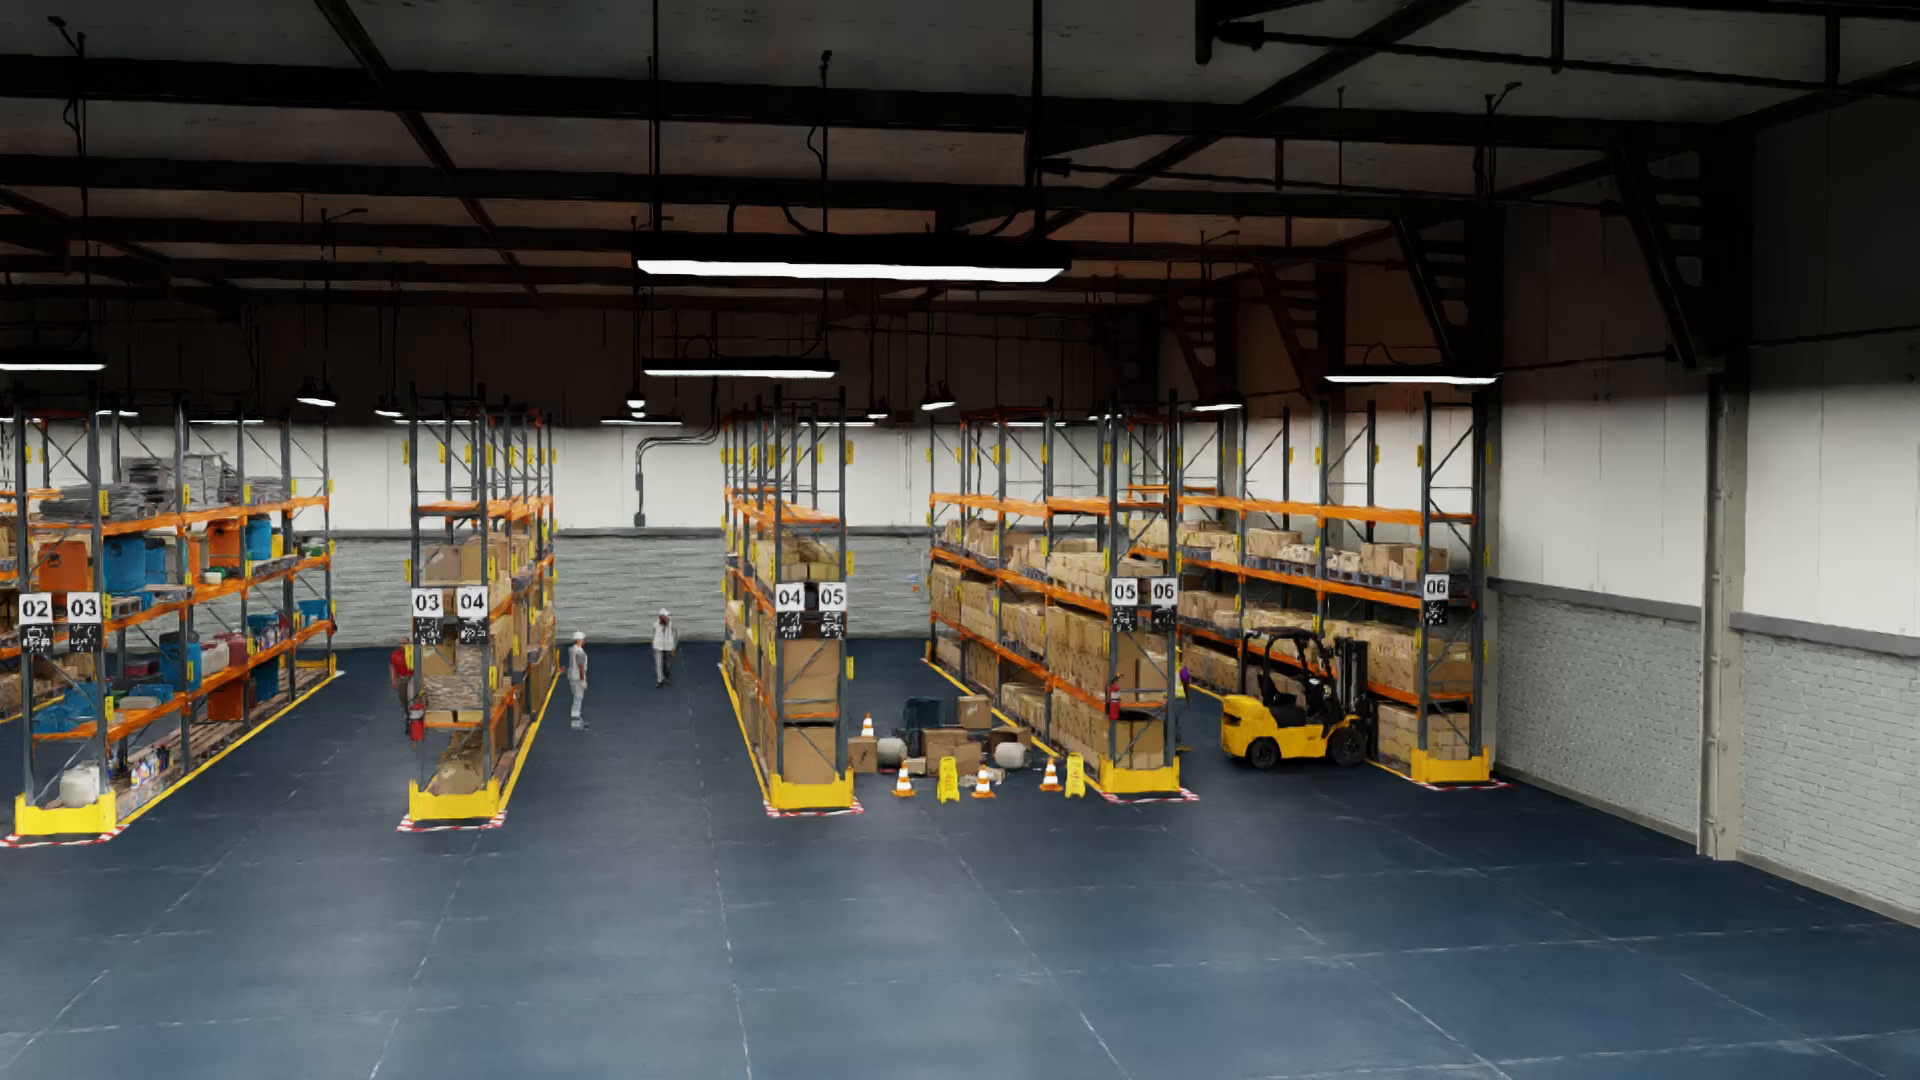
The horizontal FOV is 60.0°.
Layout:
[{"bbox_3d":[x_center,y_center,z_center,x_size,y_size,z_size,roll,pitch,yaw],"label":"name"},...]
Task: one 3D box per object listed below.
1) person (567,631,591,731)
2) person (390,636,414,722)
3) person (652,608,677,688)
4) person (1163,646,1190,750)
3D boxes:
[{"bbox_3d":[-6.916,2.555,30.312,0.468,1.787,0.625,-2,3,-31],"label":"person"},{"bbox_3d":[-10.333,2.593,30.968,0.542,1.645,1.126,0,3,-9],"label":"person"},{"bbox_3d":[-6.393,2.318,36.007,0.543,1.700,1.119,-1,3,-13],"label":"person"},{"bbox_3d":[3.686,2.665,28.324,0.447,1.771,0.632,-3,4,-42],"label":"person"}]
